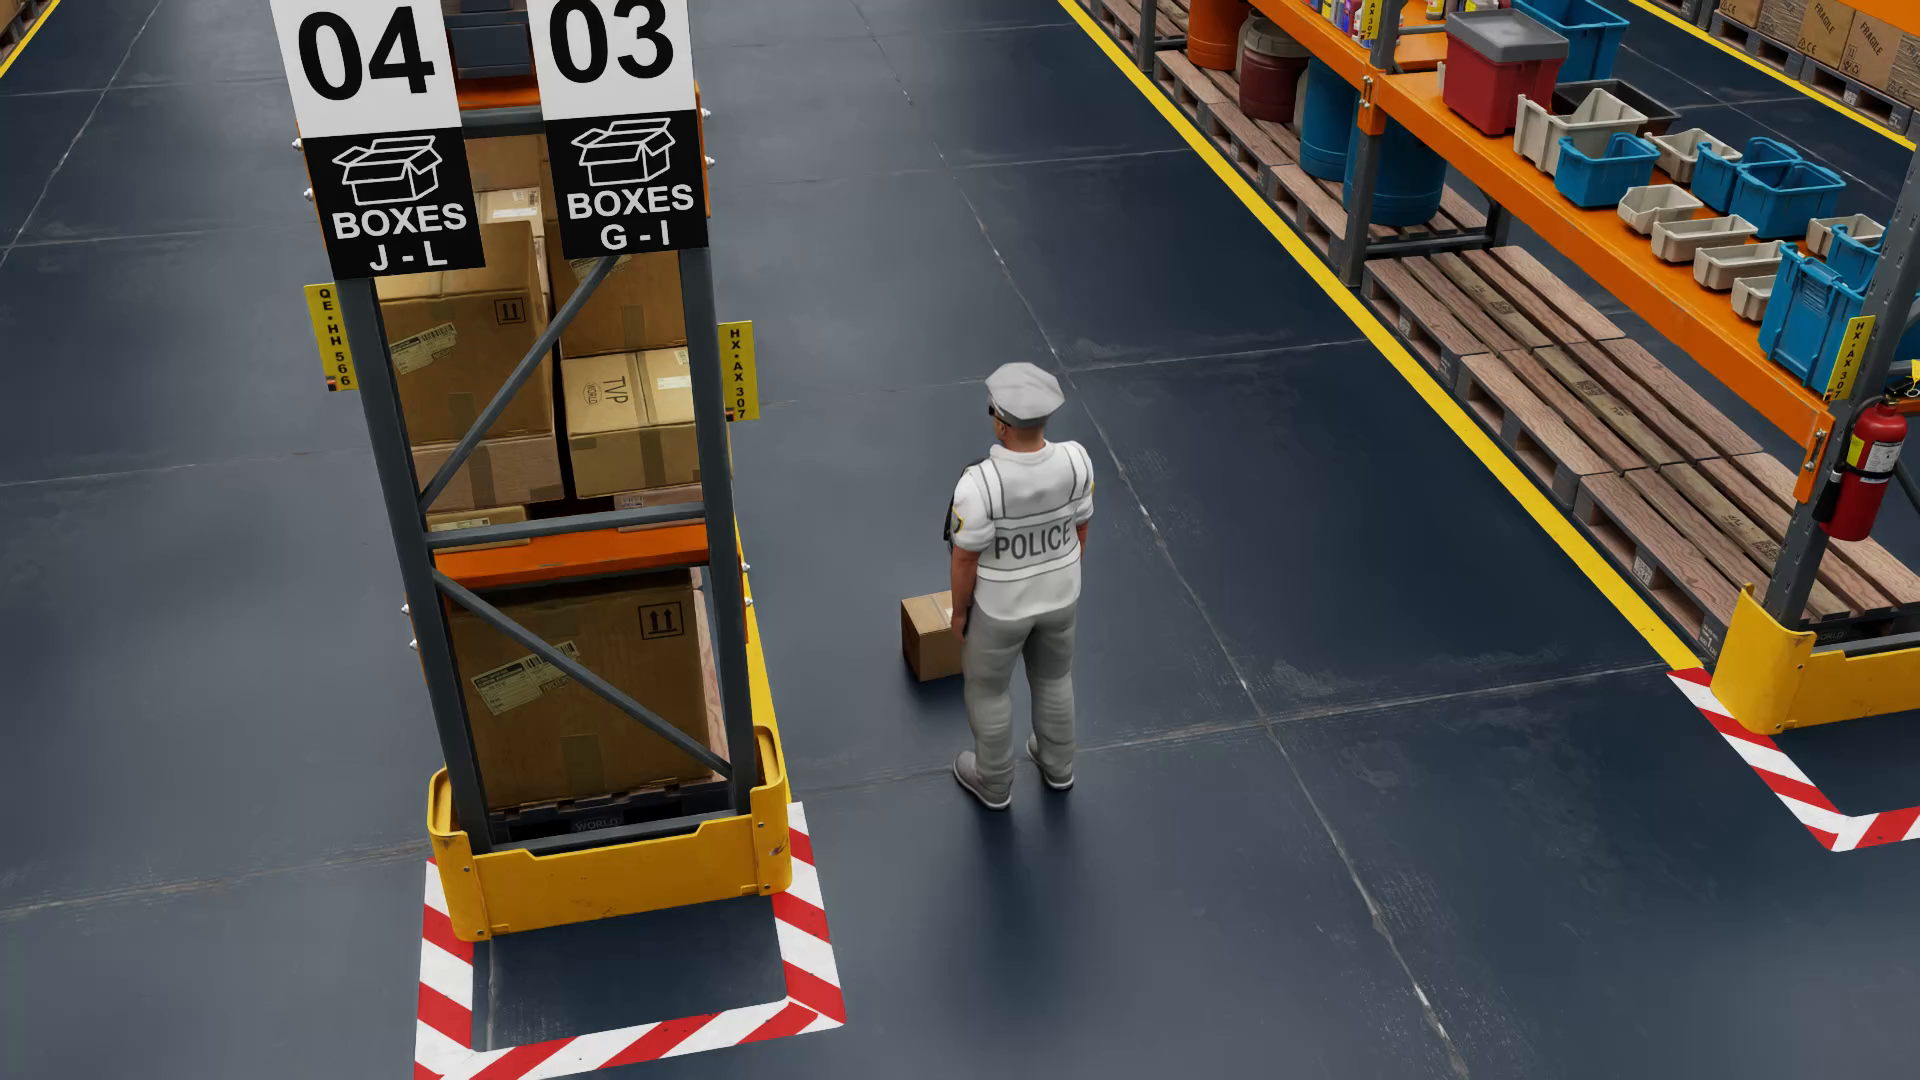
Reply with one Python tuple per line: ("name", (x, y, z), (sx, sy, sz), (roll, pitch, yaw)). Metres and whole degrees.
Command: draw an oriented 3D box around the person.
("person", (0.190, 0.182, 5.860), (0.526, 1.771, 0.395), (-15, 37, -21))
